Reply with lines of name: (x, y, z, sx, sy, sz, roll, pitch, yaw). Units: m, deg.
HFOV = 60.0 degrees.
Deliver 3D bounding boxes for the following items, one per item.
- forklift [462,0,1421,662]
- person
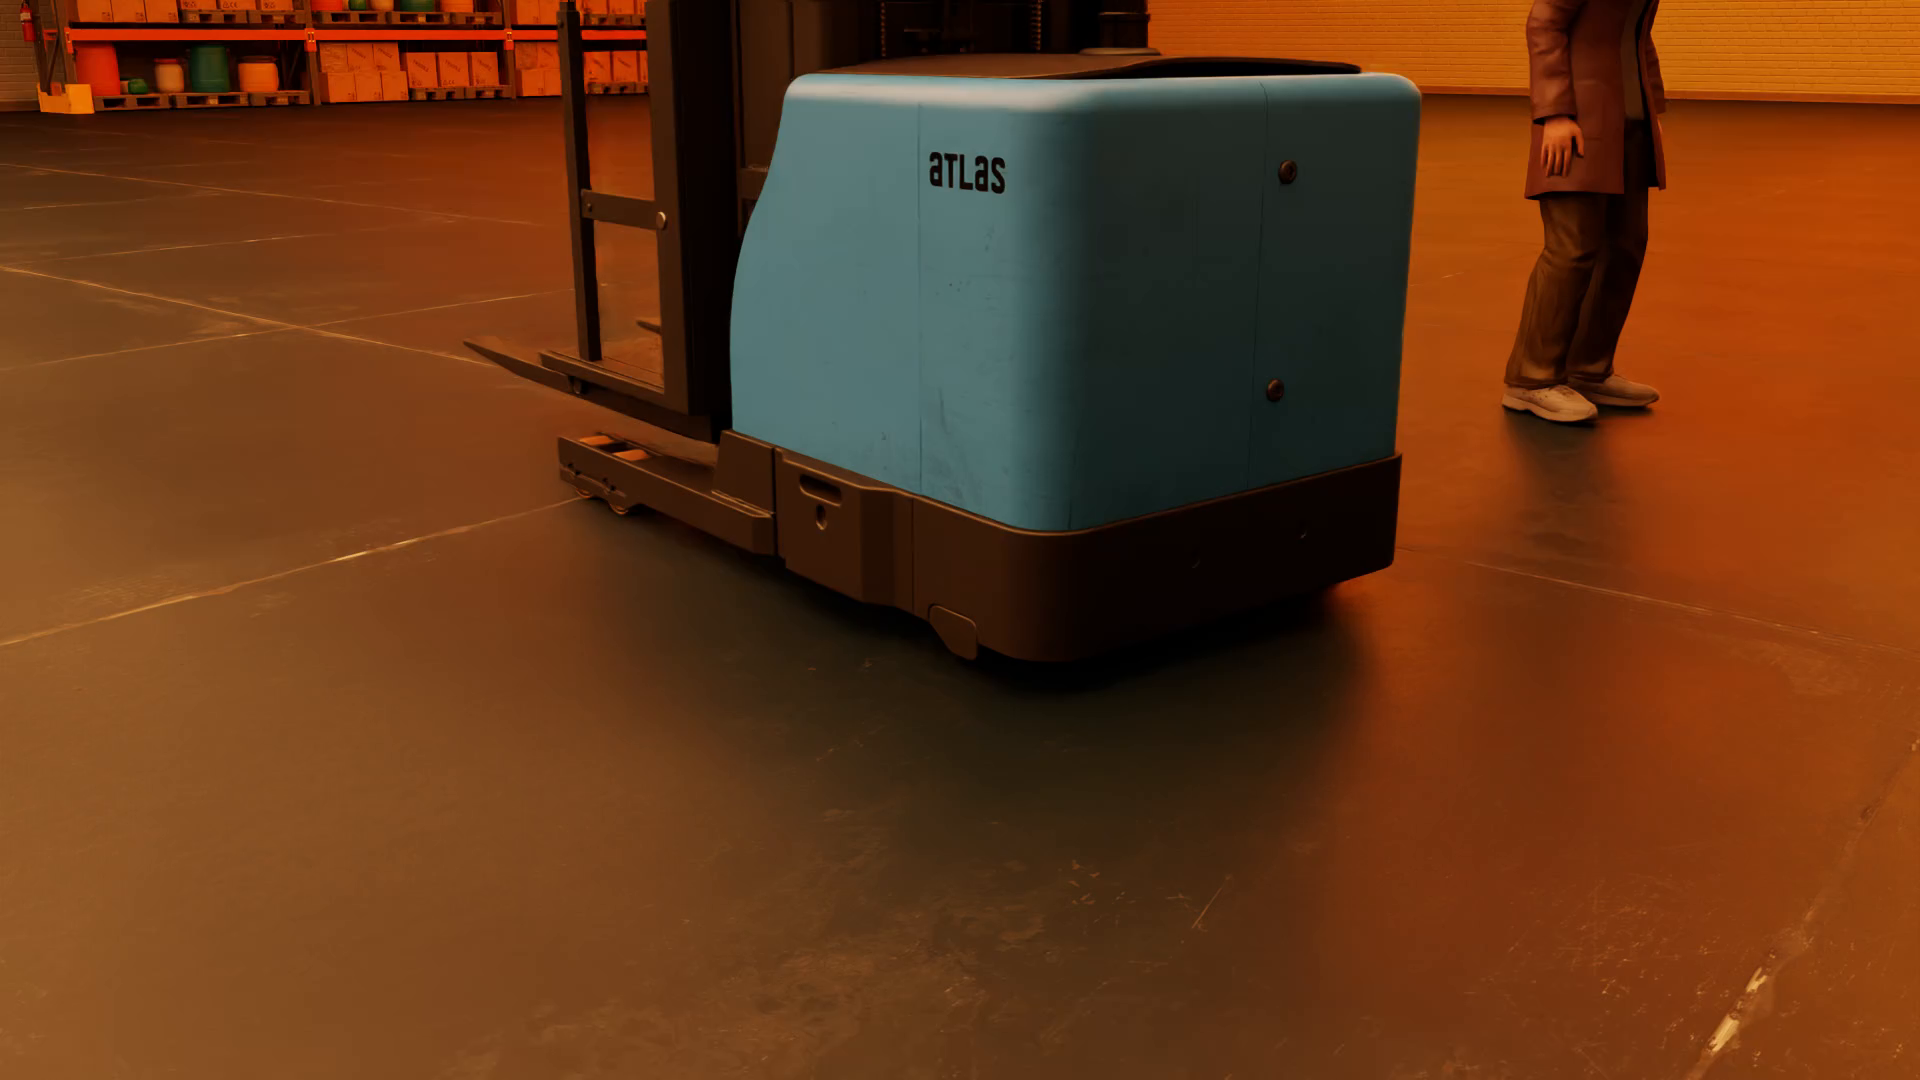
forklift: (-0.380, -1.541, 3.973, 1.130, 2.935, 3.031, -13, 21, -36)
person: (1.972, -1.279, 5.103, 0.654, 1.772, 0.435, -14, 22, -38)
